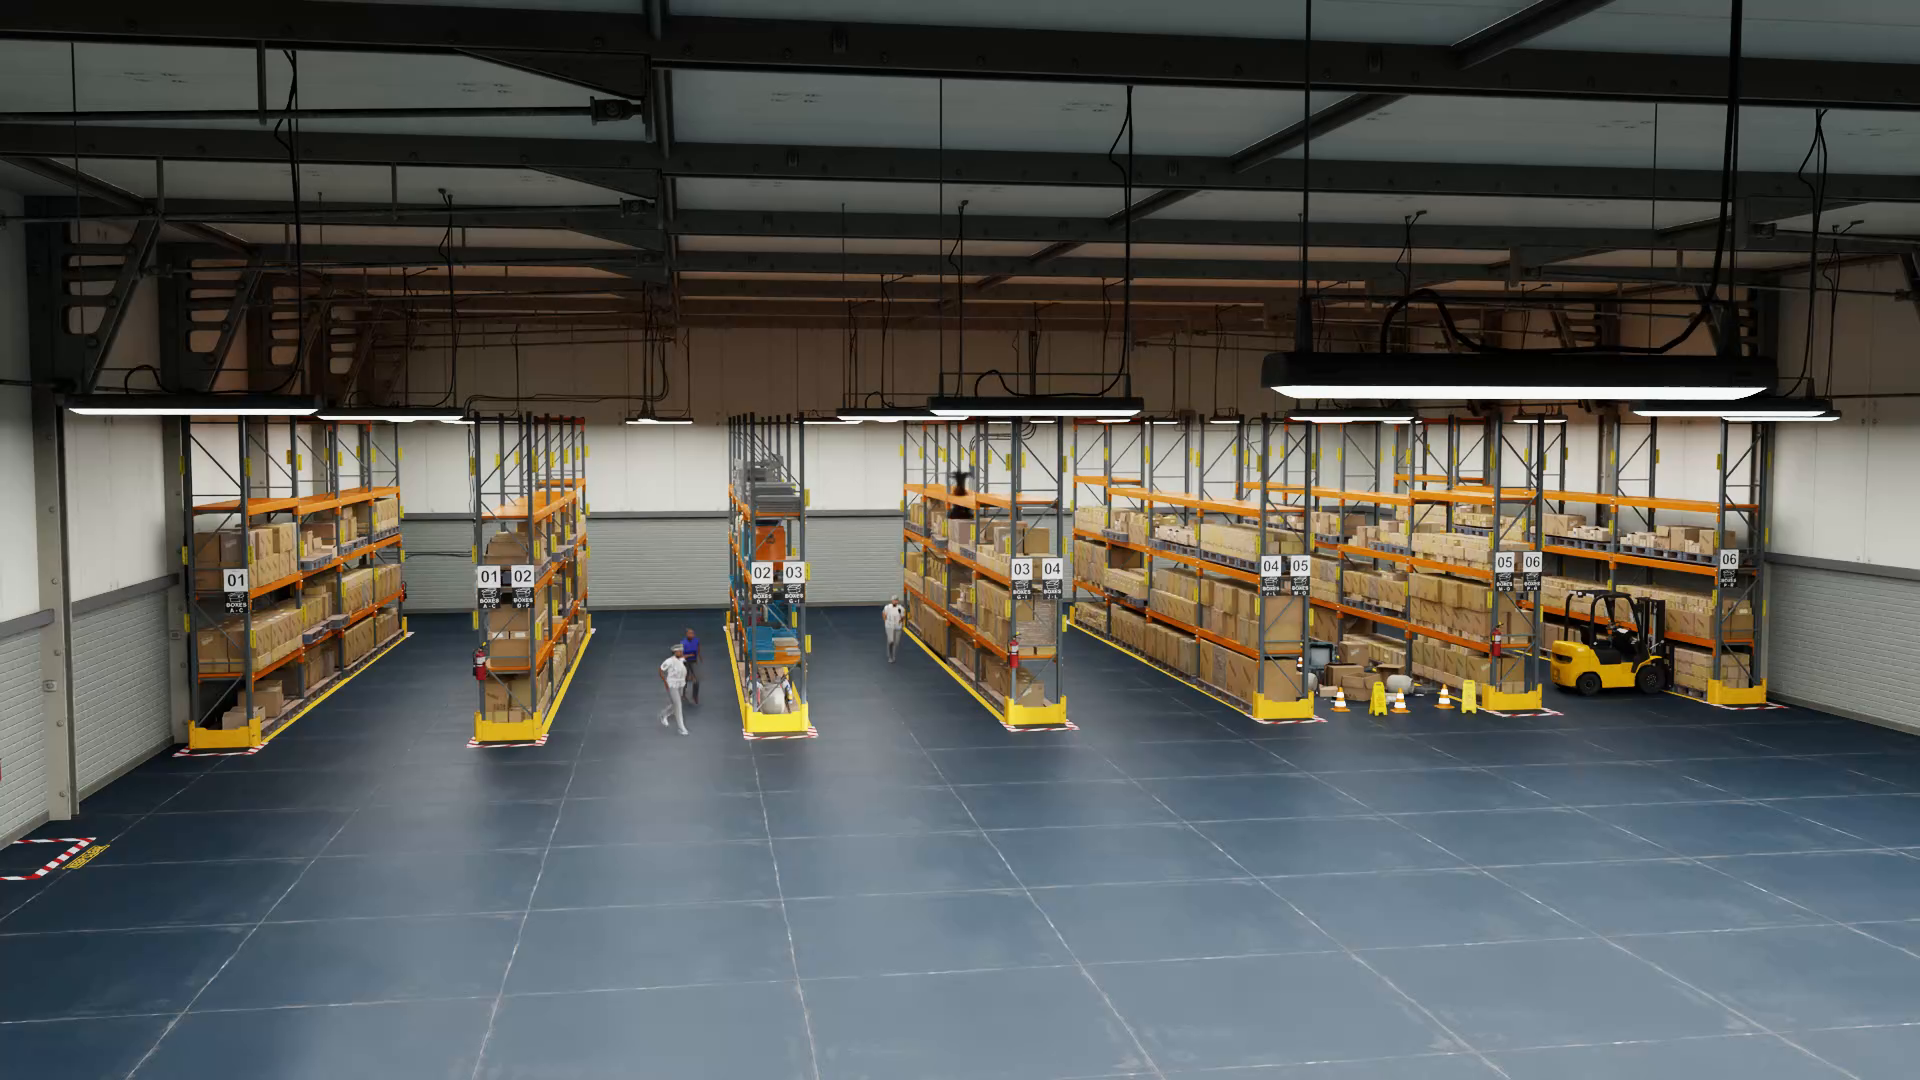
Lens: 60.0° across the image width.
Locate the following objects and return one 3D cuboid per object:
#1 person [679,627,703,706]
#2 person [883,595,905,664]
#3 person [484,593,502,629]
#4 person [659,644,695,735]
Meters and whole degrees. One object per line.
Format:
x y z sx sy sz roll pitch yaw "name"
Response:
-5.574 2.596 34.323 0.572 1.626 0.949 -2 4 -22 "person"
-1.594 2.168 40.414 0.519 1.683 0.786 -1 4 -12 "person"
-13.085 1.681 47.053 0.869 1.705 0.661 0 4 4 "person"
-5.374 2.774 31.200 0.888 1.701 0.550 3 5 36 "person"
